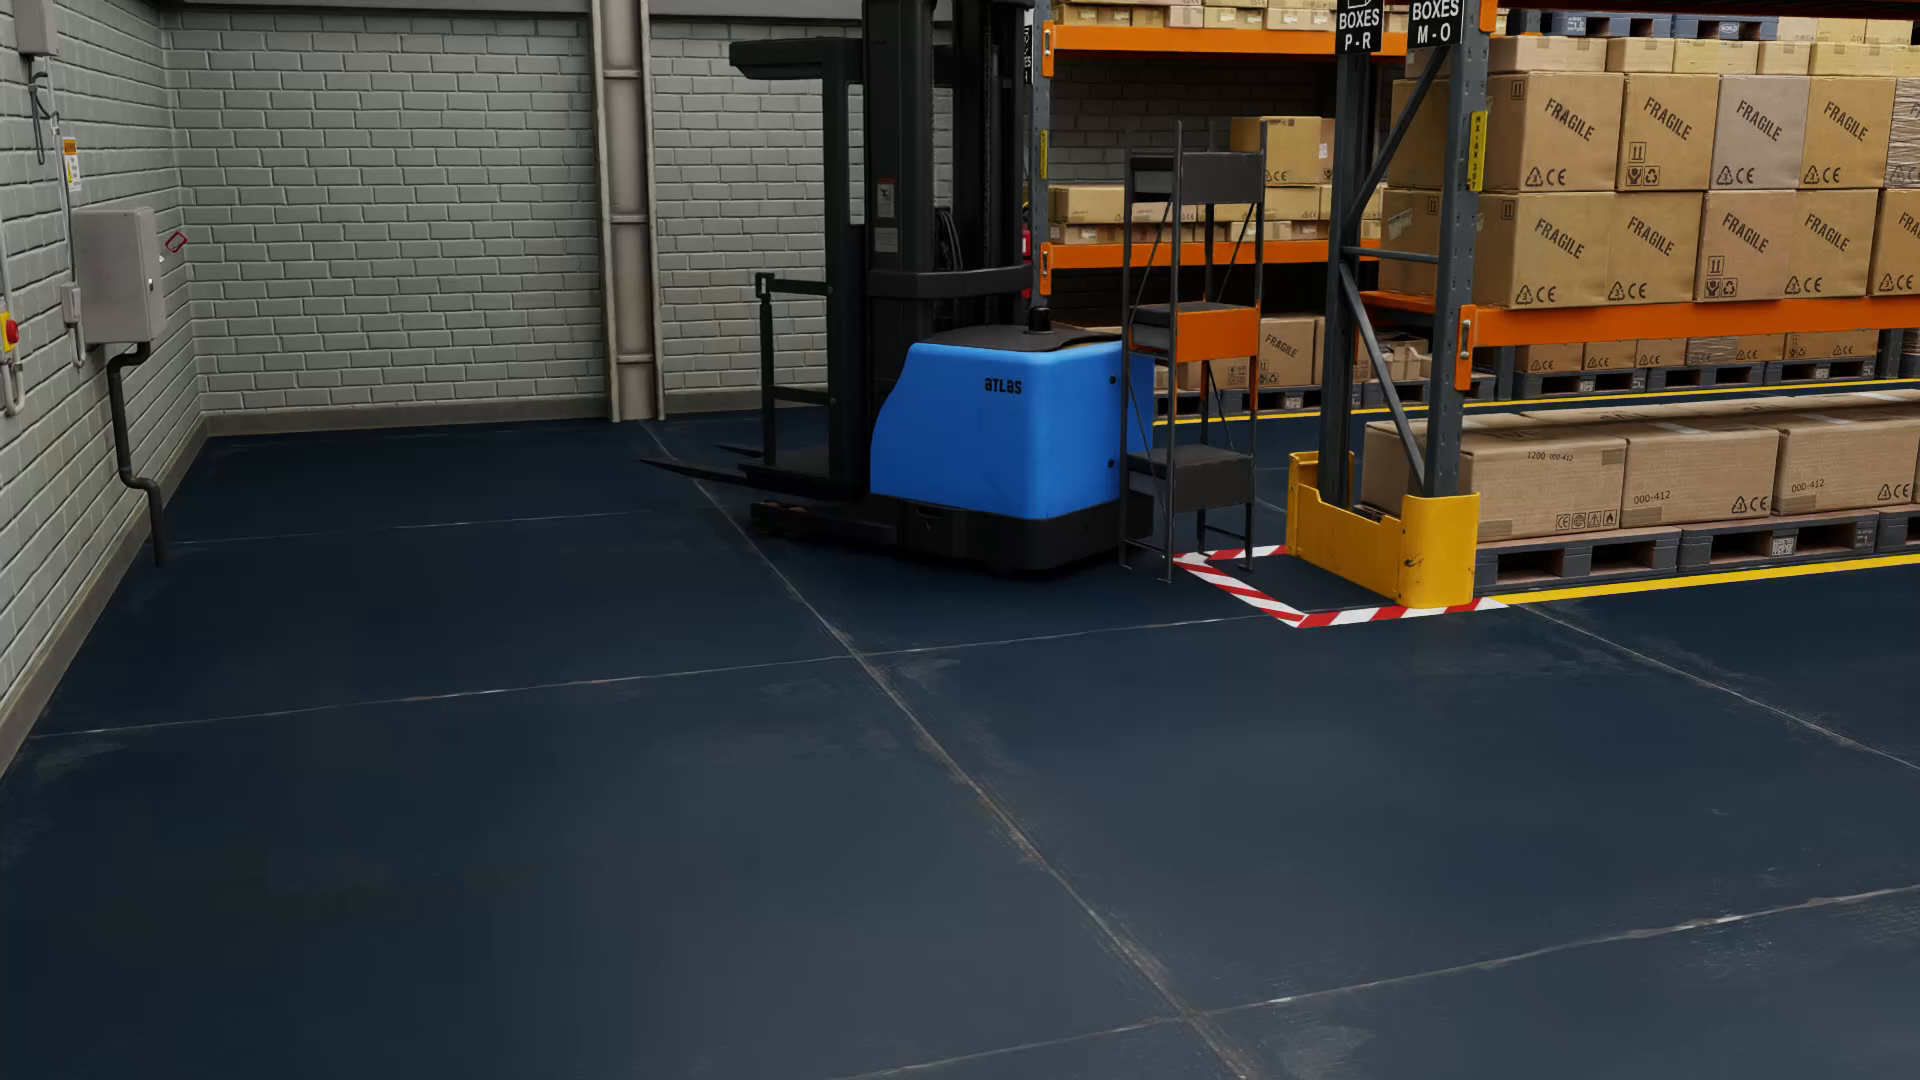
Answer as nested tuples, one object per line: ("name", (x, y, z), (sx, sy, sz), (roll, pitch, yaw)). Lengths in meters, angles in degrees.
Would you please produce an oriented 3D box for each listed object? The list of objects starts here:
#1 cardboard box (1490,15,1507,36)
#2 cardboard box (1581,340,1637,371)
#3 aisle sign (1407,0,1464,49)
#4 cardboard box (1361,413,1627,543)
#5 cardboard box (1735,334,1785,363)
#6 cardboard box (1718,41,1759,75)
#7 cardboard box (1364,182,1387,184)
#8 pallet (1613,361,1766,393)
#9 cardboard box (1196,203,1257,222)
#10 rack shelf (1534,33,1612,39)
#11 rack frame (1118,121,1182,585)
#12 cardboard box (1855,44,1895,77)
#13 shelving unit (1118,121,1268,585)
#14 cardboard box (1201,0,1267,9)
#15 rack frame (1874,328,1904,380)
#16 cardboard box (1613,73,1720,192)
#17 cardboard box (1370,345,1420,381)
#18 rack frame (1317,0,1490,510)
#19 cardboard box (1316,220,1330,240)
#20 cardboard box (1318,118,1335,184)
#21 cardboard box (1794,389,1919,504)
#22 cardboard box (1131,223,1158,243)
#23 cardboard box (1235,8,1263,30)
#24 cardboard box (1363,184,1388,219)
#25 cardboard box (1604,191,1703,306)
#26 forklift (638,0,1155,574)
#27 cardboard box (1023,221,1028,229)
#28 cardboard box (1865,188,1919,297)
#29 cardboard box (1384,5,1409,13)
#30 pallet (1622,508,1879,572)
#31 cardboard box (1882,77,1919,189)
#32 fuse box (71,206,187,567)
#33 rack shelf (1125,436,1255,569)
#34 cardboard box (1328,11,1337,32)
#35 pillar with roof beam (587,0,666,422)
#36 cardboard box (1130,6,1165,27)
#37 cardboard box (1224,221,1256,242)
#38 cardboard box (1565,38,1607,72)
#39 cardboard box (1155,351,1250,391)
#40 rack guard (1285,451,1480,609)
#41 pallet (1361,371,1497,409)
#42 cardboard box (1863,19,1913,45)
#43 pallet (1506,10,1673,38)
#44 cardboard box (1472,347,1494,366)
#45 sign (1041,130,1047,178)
("cardboard box", (3.952, -3.921, 12.704), (0.250, 0.149, 0.380), (-5, 14, -18))
("cardboard box", (5.230, -1.691, 13.764), (0.500, 0.500, 0.500), (-5, 14, -19))
("aisle sign", (2.018, -2.487, 6.999), (0.004, 0.787, 0.394), (-4, 14, -18))
("cardboard box", (2.587, -0.320, 8.134), (0.875, 0.438, 0.875), (-5, 14, -20))
("cardboard box", (6.684, -1.806, 14.248), (0.500, 0.500, 0.500), (-4, 14, -16))
("cardboard box", (3.403, -2.191, 7.592), (0.250, 0.149, 0.380), (-4, 14, -18))
("cardboard box", (3.170, -2.731, 13.322), (0.500, 0.250, 0.500), (-5, 14, -19))
("pallet", (6.115, -1.477, 14.398), (1.213, 0.211, 1.003), (-4, 14, -18))
("cardboard box", (1.880, -2.501, 12.357), (0.500, 0.250, 0.500), (-5, 14, -19))
("rack shelf", (6.094, -3.932, 13.763), (4.000, 0.370, 1.077), (-4, 14, -18))
("rack frame", (0.871, -0.853, 7.690), (0.015, 2.100, 0.400), (-8, 16, -29))
("cardboard box", (4.135, -2.243, 7.811), (0.250, 0.149, 0.380), (-4, 14, -18))
("shelving unit", (1.082, -0.883, 7.809), (0.503, 2.100, 0.431), (-8, 16, -29))
("cardboard box", (1.879, -3.961, 12.010), (0.500, 0.250, 0.500), (-5, 14, -20))
("rack frame", (7.989, -2.970, 14.647), (0.127, 3.000, 1.000), (-4, 14, -18))
("cardboard box", (3.027, -1.839, 7.515), (0.500, 0.500, 0.500), (-5, 14, -20))
("cardboard box", (3.426, -1.417, 13.119), (0.258, 0.266, 0.396), (-4, 14, -16))
("rack frame", (1.994, -1.291, 7.589), (0.127, 3.000, 1.000), (-4, 14, -18))
("cardboard box", (2.727, -2.392, 12.761), (0.250, 0.149, 0.380), (-4, 14, -17))
("cardboard box", (2.702, -3.060, 13.086), (0.500, 0.500, 0.500), (-5, 14, -20))
("cardboard box", (5.156, -0.522, 8.983), (0.875, 0.438, 0.875), (-5, 14, -19))
("cardboard box", (1.271, -2.277, 12.278), (0.250, 0.149, 0.380), (-5, 14, -19))
("cardboard box", (2.002, -3.778, 12.105), (0.250, 0.149, 0.380), (-5, 14, -19))
("cardboard box", (3.323, -2.615, 12.837), (0.500, 0.250, 0.500), (-4, 14, -18))
("cardboard box", (3.011, -1.356, 7.645), (0.500, 0.500, 0.500), (-5, 14, -19))
("forklift", (-0.481, -1.519, 8.696), (3.031, 2.935, 1.130), (11, 17, 37))
("cardboard box", (0.636, -2.341, 12.544), (0.250, 0.149, 0.380), (-5, 14, -19))
("cardboard box", (4.469, -1.465, 8.105), (0.500, 0.500, 0.500), (-5, 14, -19))
("cardboard box", (3.332, -4.075, 12.490), (0.500, 0.250, 0.500), (-5, 14, -20))
("pallet", (3.881, -0.100, 8.607), (1.213, 0.211, 1.003), (-4, 14, -18))
("cardboard box", (4.463, -1.951, 7.986), (0.500, 0.500, 0.500), (-4, 14, -17))
("fuse box", (-3.875, -0.715, 7.950), (0.414, 1.711, 0.539), (-4, 14, -18))
("rack shelf", (1.087, -0.190, 7.977), (0.480, 0.518, 0.431), (-8, 16, -29))
("cardboard box", (2.728, -3.835, 12.344), (0.250, 0.149, 0.380), (-4, 14, -17))
("pillar with roof beam", (-1.063, -4.353, 7.496), (0.400, 9.000, 9.100), (-4, 14, -18))
("cardboard box", (1.272, -3.730, 11.901), (0.250, 0.149, 0.380), (-4, 14, -18))
("cardboard box", (2.043, -2.306, 12.397), (0.250, 0.149, 0.380), (-5, 14, -20))
("cardboard box", (2.644, -2.142, 7.389), (0.250, 0.149, 0.380), (-4, 14, -17))
("cardboard box", (1.840, -1.447, 12.737), (0.500, 0.500, 0.700), (-4, 14, -16))
("rack guard", (1.971, -0.073, 7.871), (0.348, 0.500, 1.175), (-4, 14, -18))
("pallet", (3.547, -1.268, 13.517), (1.213, 0.211, 1.003), (-4, 14, -18))
("cardboard box", (7.580, -4.265, 13.934), (0.500, 0.250, 0.500), (-5, 14, -20))
("pallet", (4.839, -4.075, 13.218), (1.003, 0.211, 1.213), (-4, 14, -18))
("cardboard box", (4.569, -1.764, 14.072), (0.500, 0.500, 0.500), (-5, 14, -18))
("sign", (0.580, -2.682, 11.565), (0.005, 0.325, 0.100), (-4, 14, -18))
